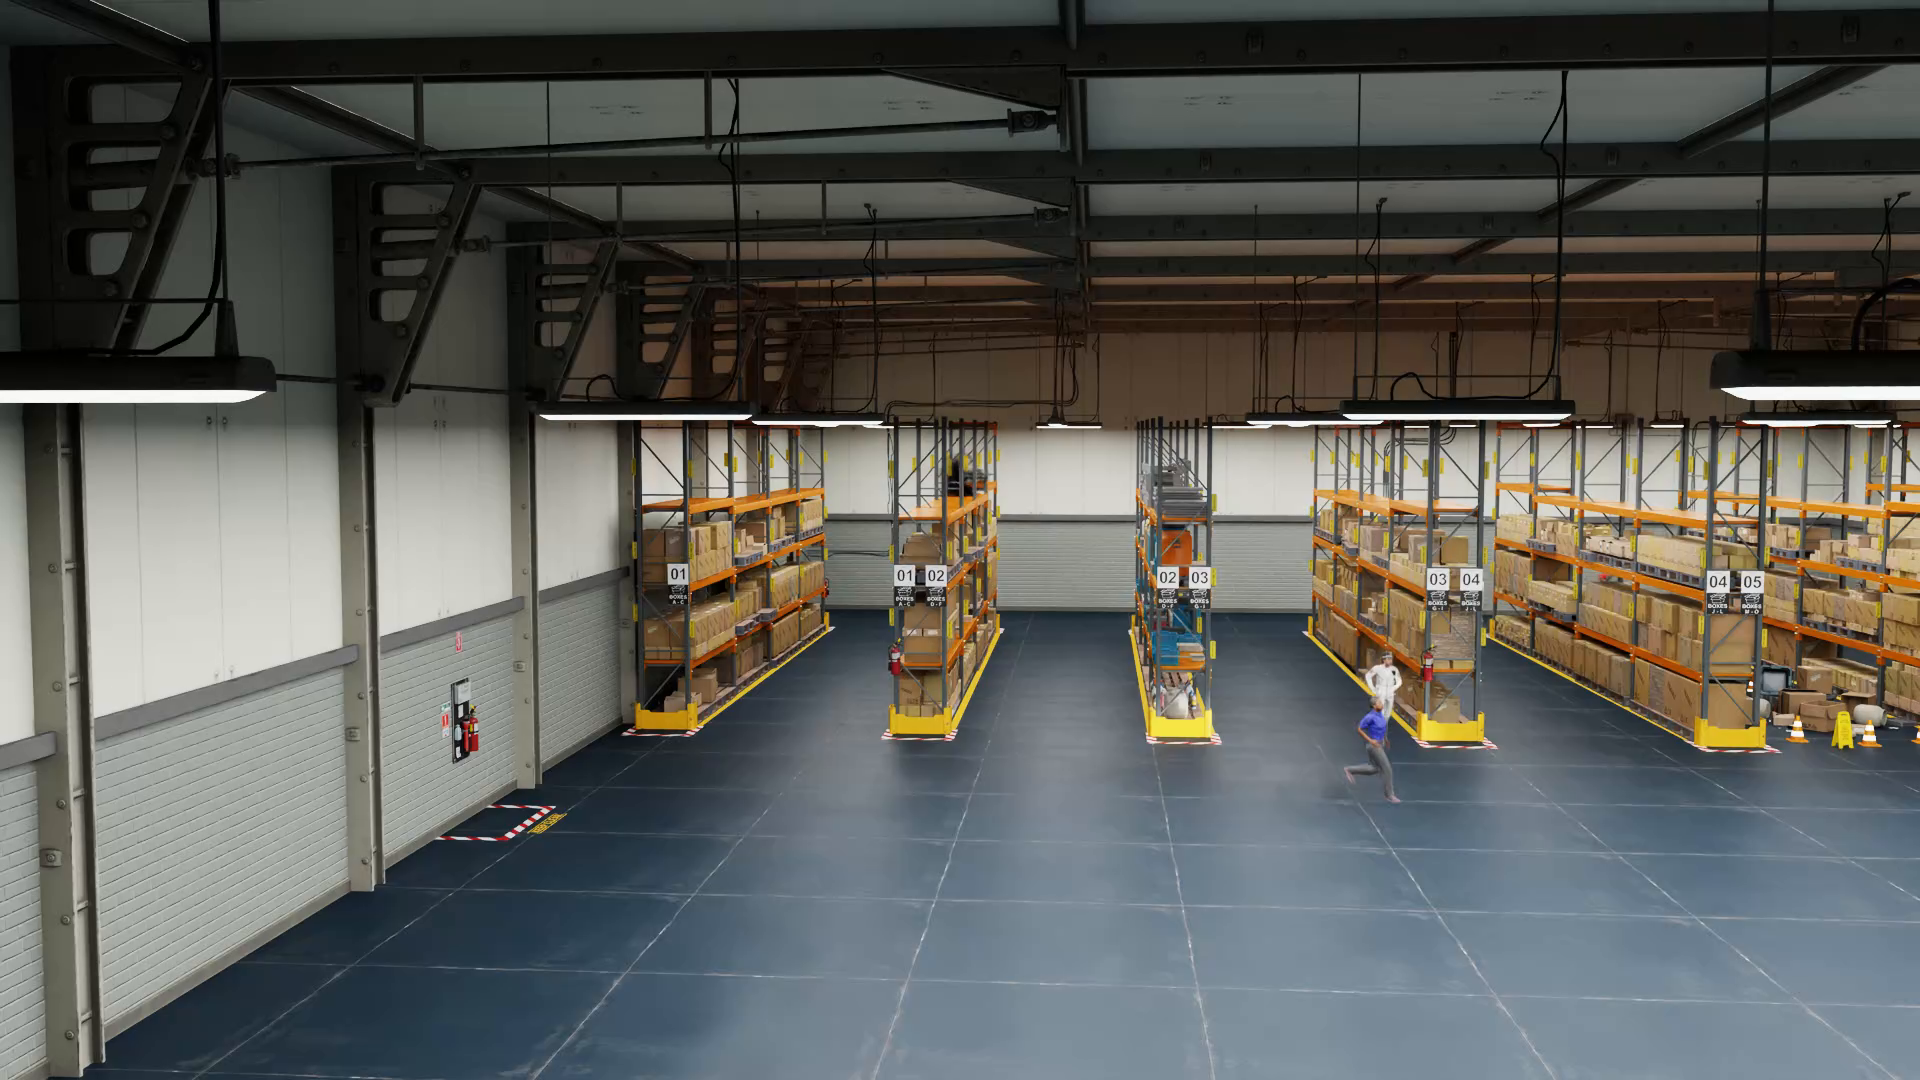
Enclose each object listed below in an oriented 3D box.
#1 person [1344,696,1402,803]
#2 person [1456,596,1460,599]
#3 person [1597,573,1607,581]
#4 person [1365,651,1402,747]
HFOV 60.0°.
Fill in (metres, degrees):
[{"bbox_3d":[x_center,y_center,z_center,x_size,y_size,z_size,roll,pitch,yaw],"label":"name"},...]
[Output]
[{"bbox_3d":[6.424,3.256,25.877,0.968,1.627,0.536,2,4,30],"label":"person"},{"bbox_3d":[14.370,1.771,47.498,0.875,1.718,0.791,0,4,5],"label":"person"},{"bbox_3d":[18.116,1.787,46.929,0.586,1.741,0.636,0,4,3],"label":"person"},{"bbox_3d":[7.819,2.894,30.578,0.615,1.724,0.779,0,4,-5],"label":"person"}]
